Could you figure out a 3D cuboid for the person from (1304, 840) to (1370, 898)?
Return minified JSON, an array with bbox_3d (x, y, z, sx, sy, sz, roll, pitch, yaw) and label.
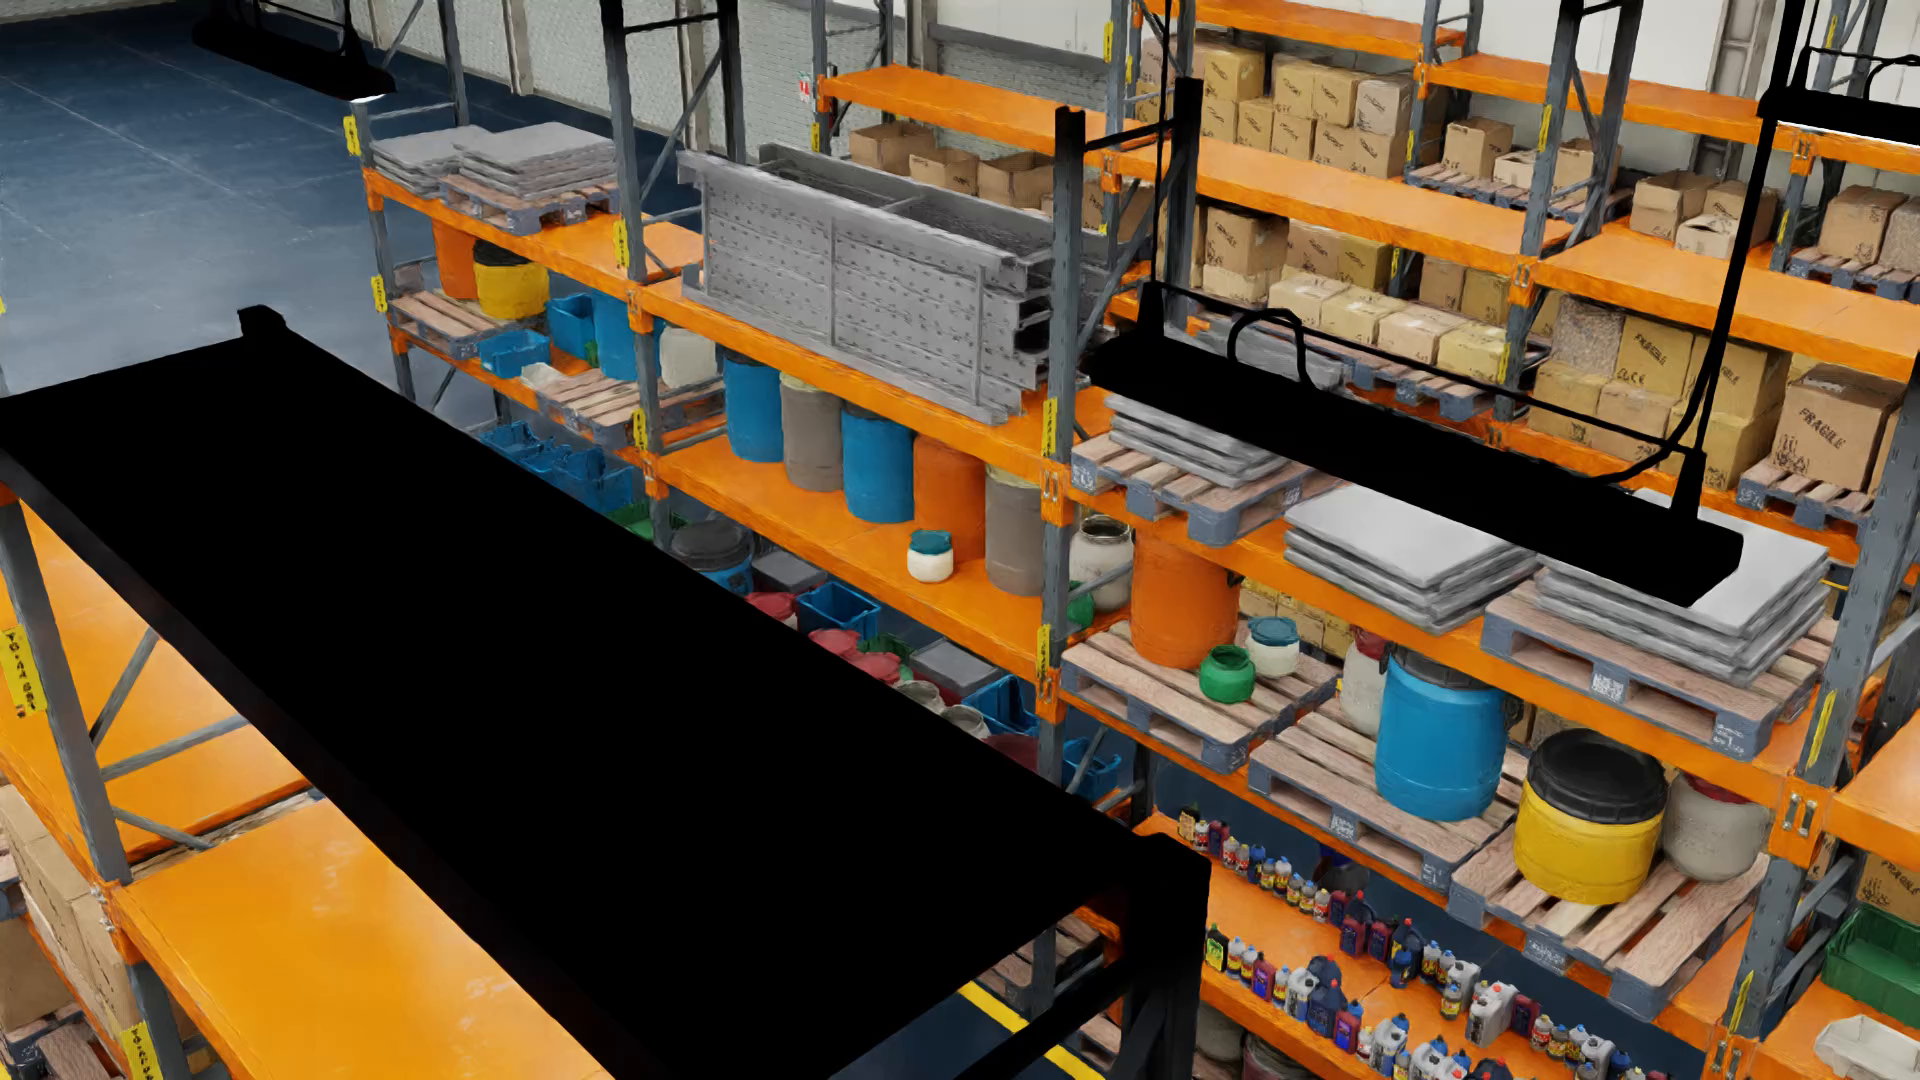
[{"bbox_3d":[2.540,2.241,11.016,0.515,1.589,0.593,25,37,38],"label":"person"}]
